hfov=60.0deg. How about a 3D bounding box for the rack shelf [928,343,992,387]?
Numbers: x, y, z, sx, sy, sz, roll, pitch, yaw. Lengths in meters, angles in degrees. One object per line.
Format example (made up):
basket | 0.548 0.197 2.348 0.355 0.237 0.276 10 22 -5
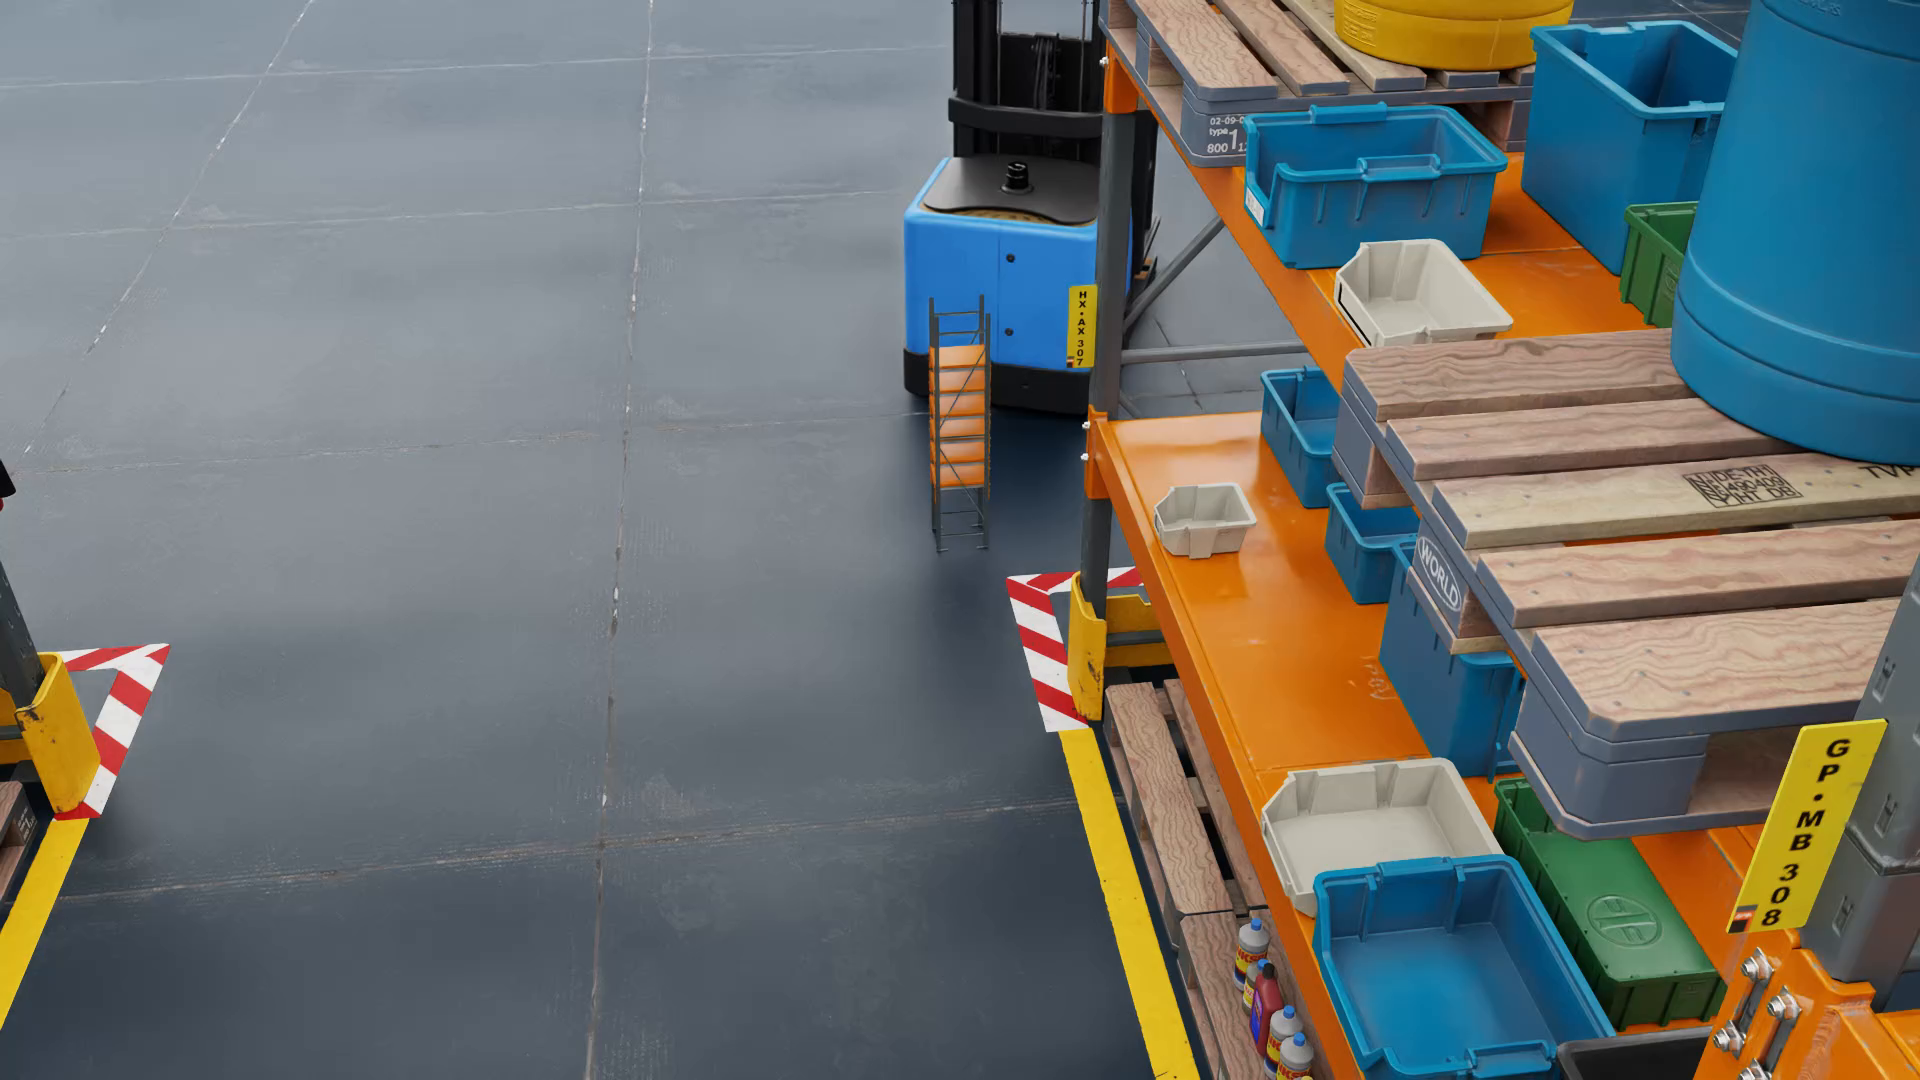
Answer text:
rack shelf | -0.002 -0.765 7.246 0.258 0.103 0.180 -4 35 -6

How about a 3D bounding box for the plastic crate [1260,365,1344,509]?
plastic crate | 1.346 -0.370 5.761 0.499 0.251 0.616 -4 35 -6

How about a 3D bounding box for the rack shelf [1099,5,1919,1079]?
rack shelf | 1.252 -0.514 3.816 1.077 0.370 4.000 -4 35 -6

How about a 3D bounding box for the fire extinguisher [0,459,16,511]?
fire extinguisher | -3.484 -0.379 5.712 0.296 0.674 0.183 -4 35 -6

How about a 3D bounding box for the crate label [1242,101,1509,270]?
crate label | 0.907 -0.796 3.723 0.502 0.251 0.408 -4 35 -6

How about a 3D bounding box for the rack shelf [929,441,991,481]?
rack shelf | -0.002 -0.368 7.517 0.258 0.103 0.180 -4 35 -6

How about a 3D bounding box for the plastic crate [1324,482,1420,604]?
plastic crate | 1.428 -0.007 5.228 0.499 0.251 0.408 -4 35 -6

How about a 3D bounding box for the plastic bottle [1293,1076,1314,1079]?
plastic bottle | 0.991 1.625 4.797 0.097 0.201 0.097 0 34 0

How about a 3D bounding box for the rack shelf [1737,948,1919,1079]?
rack shelf | 1.790 1.718 0.540 1.077 0.370 4.000 -4 35 -6

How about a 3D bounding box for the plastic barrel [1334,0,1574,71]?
plastic barrel | 1.262 -1.552 4.160 0.600 0.588 0.600 0 34 0

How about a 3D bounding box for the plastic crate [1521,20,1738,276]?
plastic crate | 1.537 -0.879 3.727 0.392 0.384 0.575 -4 35 -6

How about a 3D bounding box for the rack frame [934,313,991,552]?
rack frame | 0.010 -0.453 7.349 0.240 1.200 0.006 -4 35 -6

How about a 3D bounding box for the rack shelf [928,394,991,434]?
rack shelf | -0.002 -0.566 7.381 0.258 0.103 0.180 -4 35 -6

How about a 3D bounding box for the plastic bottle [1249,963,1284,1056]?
plastic bottle | 0.930 1.416 5.030 0.061 0.283 0.133 -4 34 -6

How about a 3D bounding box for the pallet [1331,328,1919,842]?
pallet | 1.327 -0.012 2.609 1.213 0.211 1.003 -4 35 -6

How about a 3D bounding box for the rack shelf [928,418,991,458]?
rack shelf | -0.002 -0.467 7.449 0.258 0.103 0.180 -4 35 -6

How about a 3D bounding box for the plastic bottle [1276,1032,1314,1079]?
plastic bottle | 0.977 1.540 4.858 0.097 0.271 0.097 0 34 0

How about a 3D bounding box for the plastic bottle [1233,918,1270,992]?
plastic bottle | 0.918 1.293 5.221 0.097 0.271 0.097 0 34 0

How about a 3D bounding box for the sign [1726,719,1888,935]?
sign | 0.974 0.337 1.921 0.100 0.325 0.005 -4 35 -6

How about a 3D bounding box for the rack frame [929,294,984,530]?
rack frame | -0.014 -0.555 7.499 0.240 1.200 0.006 -4 35 -6

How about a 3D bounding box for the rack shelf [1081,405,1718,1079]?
rack shelf | 1.252 0.726 4.660 1.077 0.370 4.000 -4 35 -6

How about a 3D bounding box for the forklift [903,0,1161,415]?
forklift | 0.564 -2.682 9.083 1.130 2.935 3.031 8 35 12

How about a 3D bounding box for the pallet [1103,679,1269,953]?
pallet | 1.143 0.957 6.158 1.003 0.211 1.213 -4 35 -6

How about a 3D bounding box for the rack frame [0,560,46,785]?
rack frame | -3.925 -0.313 5.545 1.000 3.000 0.127 -4 35 -6

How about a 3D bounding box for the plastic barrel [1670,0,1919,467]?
plastic barrel | 1.493 -0.639 2.543 0.600 0.901 0.708 -4 35 -6

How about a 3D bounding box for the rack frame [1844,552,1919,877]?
rack frame | 1.521 -0.935 1.131 1.000 3.000 0.127 -4 35 -6

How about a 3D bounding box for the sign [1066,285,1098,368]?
sign | 0.437 -0.763 5.960 0.100 0.325 0.005 -4 35 -6

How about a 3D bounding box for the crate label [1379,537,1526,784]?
crate label | 1.498 0.304 4.608 0.502 0.435 0.616 -4 35 -6

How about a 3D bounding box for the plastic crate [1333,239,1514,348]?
plastic crate | 0.904 -0.451 3.319 0.243 0.136 0.396 -4 35 -6

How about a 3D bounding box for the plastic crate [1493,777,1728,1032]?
plastic crate | 1.618 0.853 4.023 0.450 0.188 0.662 -4 35 -6

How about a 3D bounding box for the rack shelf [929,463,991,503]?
rack shelf | -0.002 -0.269 7.584 0.258 0.103 0.180 -4 35 -6

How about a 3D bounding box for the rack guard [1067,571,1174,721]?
rack guard | 1.039 0.384 6.742 1.175 0.500 0.348 -4 35 -6

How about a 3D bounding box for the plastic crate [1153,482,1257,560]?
plastic crate | 0.784 -0.055 5.401 0.298 0.136 0.250 -4 35 -6

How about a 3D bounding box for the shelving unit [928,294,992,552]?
shelving unit | -0.002 -0.504 7.424 0.258 1.200 0.189 -4 35 -6

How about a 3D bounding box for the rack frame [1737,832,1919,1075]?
rack frame | 1.521 1.544 2.820 1.000 3.000 0.127 -4 35 -6

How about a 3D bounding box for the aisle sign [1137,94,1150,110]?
aisle sign | 0.683 -1.780 5.390 0.394 0.787 0.004 -4 35 -6

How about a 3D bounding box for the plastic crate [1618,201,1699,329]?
plastic crate | 1.578 -0.509 3.357 0.336 0.188 0.450 -4 35 -6

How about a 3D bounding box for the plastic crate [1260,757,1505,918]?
plastic crate | 1.051 0.766 4.196 0.530 0.136 0.437 -4 35 -6

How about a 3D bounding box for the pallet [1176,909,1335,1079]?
pallet | 1.304 1.637 5.161 1.003 0.211 1.213 -4 35 -6

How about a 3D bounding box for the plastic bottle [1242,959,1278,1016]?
plastic bottle | 0.932 1.380 5.156 0.097 0.201 0.097 0 34 0

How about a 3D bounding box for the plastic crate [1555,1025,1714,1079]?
plastic crate | 1.576 1.268 3.280 0.767 0.338 0.504 -4 35 -6

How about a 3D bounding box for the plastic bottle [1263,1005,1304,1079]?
plastic bottle | 0.964 1.485 4.940 0.097 0.271 0.097 0 34 0

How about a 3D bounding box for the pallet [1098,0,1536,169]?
pallet | 0.997 -1.380 4.616 1.003 0.211 1.213 -4 35 -6

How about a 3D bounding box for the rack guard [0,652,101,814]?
rack guard | -3.915 0.763 6.187 1.175 0.500 0.348 -4 35 -6

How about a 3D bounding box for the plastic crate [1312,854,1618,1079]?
plastic crate | 1.103 1.009 3.738 0.499 0.251 0.616 -4 35 -6

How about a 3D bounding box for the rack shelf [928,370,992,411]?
rack shelf | -0.002 -0.665 7.314 0.258 0.103 0.180 -4 35 -6

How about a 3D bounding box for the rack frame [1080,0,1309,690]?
rack frame | 0.983 -0.688 6.096 1.000 3.000 0.127 -4 35 -6

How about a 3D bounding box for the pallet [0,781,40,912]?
pallet | -3.841 1.338 5.599 1.003 0.211 1.213 -4 35 -6
